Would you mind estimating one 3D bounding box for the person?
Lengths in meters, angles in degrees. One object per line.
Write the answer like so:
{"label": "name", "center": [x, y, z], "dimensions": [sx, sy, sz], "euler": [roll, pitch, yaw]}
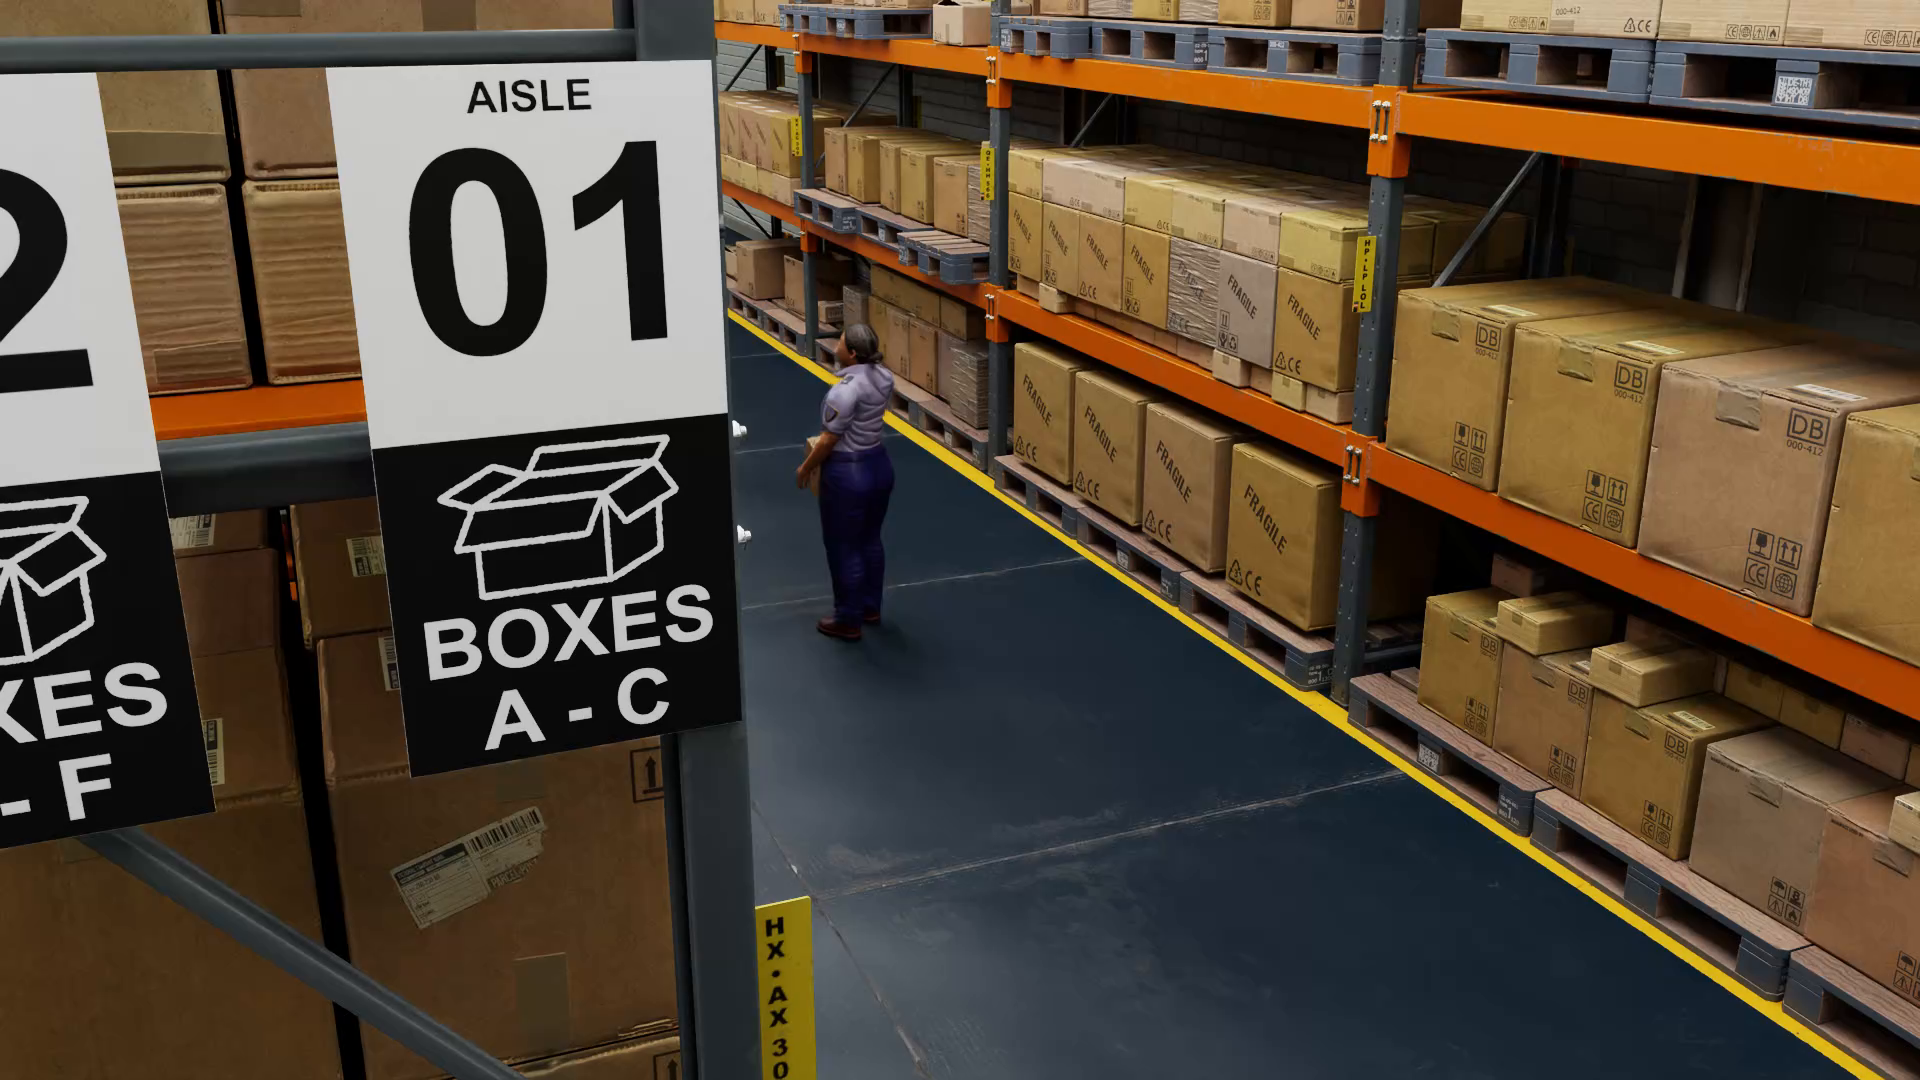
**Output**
{"label": "person", "center": [-0.566, -0.310, 8.486], "dimensions": [0.456, 1.646, 0.551], "euler": [11, 22, 28]}
